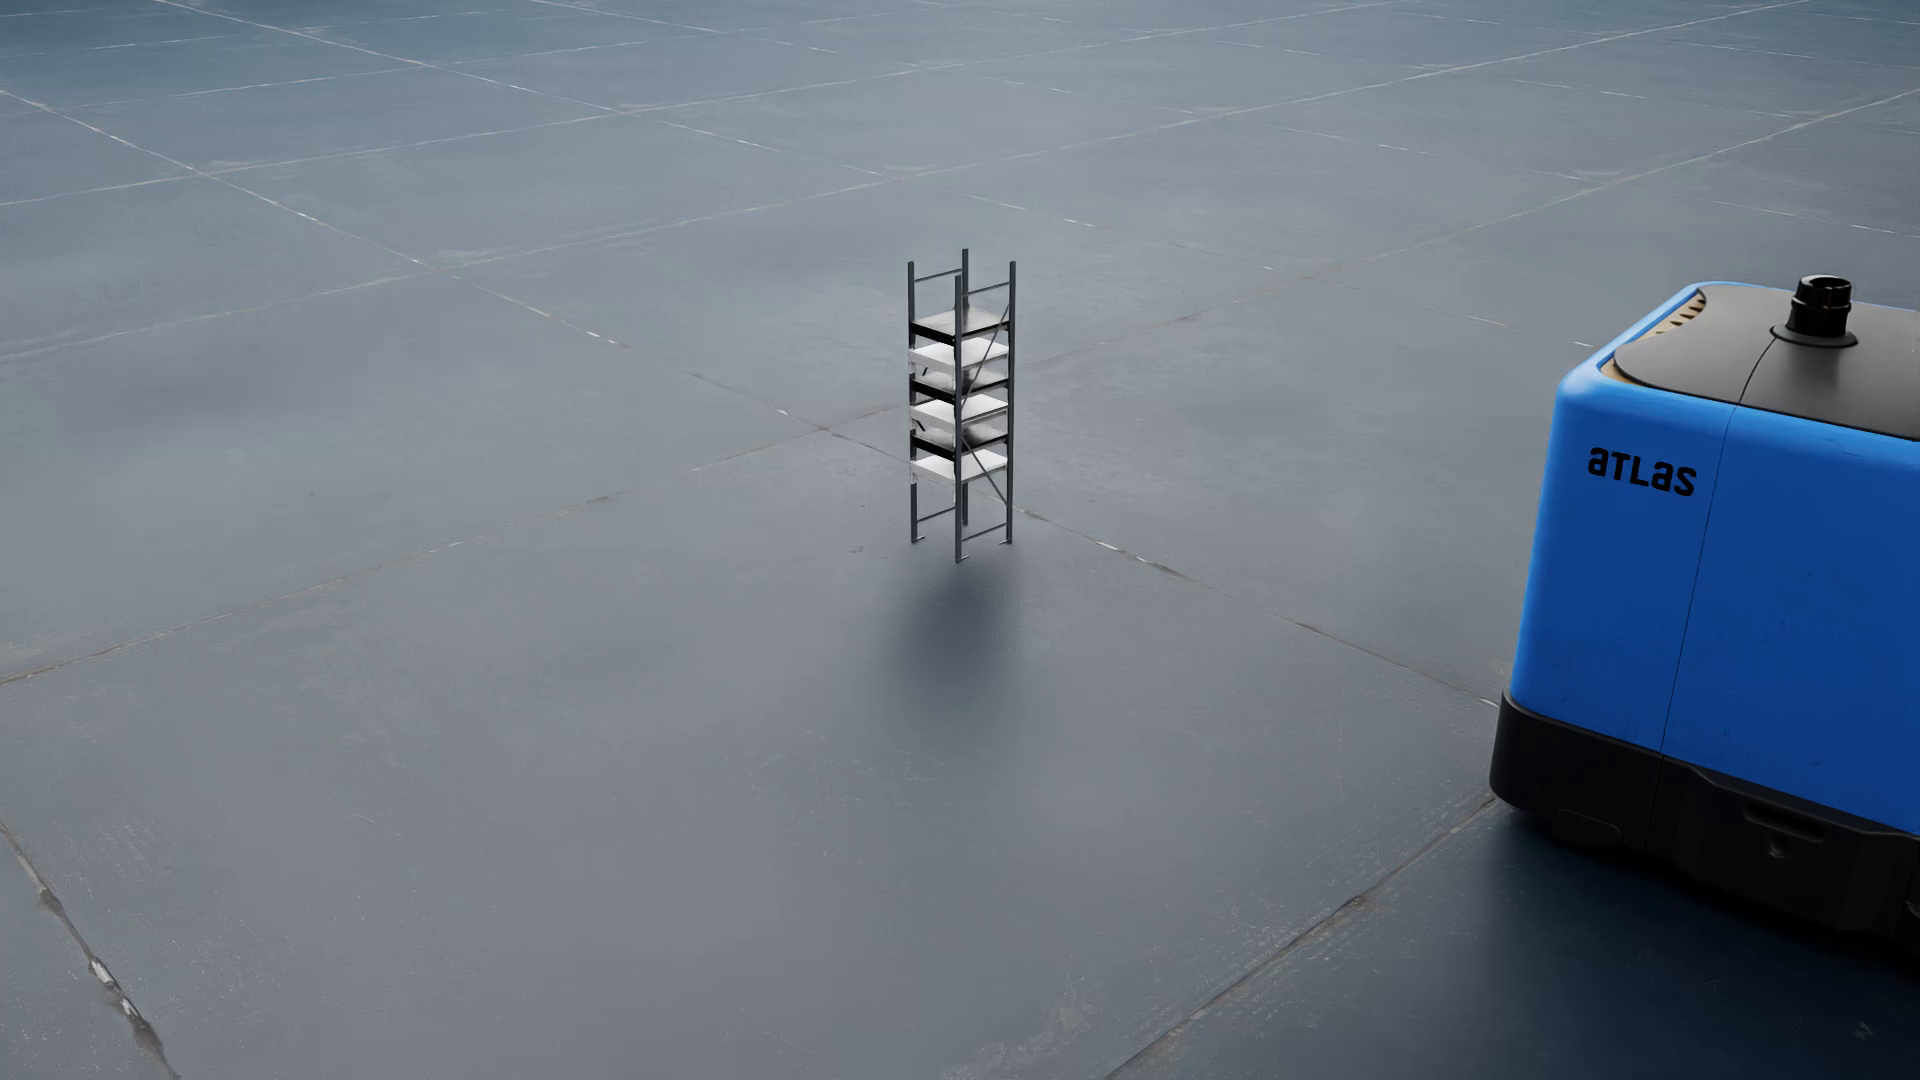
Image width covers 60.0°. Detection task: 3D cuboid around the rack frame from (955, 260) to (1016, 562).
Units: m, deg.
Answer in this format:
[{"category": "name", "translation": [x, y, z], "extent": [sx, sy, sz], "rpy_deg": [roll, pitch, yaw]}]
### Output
[{"category": "rack frame", "translation": [0.075, -0.376, 4.990], "extent": [0.240, 0.900, 0.006], "rpy_deg": [-21, 32, -38]}]

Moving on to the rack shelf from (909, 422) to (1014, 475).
[{"category": "rack shelf", "translation": [0.006, -0.295, 5.109], "extent": [0.258, 0.077, 0.200], "rpy_deg": [-21, 32, -38]}]

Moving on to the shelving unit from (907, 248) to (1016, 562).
[{"category": "shelving unit", "translation": [0.006, -0.407, 5.058], "extent": [0.258, 0.900, 0.210], "rpy_deg": [-21, 32, -38]}]

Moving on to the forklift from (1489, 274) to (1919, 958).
[{"category": "forklift", "translation": [2.696, -0.476, 2.761], "extent": [3.031, 2.935, 1.130], "rpy_deg": [18, 30, 34]}]

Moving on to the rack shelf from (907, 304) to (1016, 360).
[{"category": "rack shelf", "translation": [0.006, -0.622, 4.960], "extent": [0.258, 0.077, 0.200], "rpy_deg": [-21, 32, -38]}]

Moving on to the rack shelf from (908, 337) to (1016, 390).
[{"category": "rack shelf", "translation": [0.006, -0.540, 4.997], "extent": [0.258, 0.077, 0.200], "rpy_deg": [-21, 32, -38]}]

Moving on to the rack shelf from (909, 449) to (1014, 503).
[{"category": "rack shelf", "translation": [0.006, -0.213, 5.146], "extent": [0.258, 0.077, 0.200], "rpy_deg": [-21, 32, -38]}]

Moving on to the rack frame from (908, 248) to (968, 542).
[{"category": "rack frame", "translation": [-0.064, -0.438, 5.125], "extent": [0.240, 0.900, 0.006], "rpy_deg": [-21, 32, -38]}]

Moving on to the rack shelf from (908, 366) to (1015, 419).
[{"category": "rack shelf", "translation": [0.006, -0.459, 5.034], "extent": [0.258, 0.077, 0.200], "rpy_deg": [-21, 32, -38]}]

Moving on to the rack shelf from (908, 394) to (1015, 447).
[{"category": "rack shelf", "translation": [0.006, -0.377, 5.072], "extent": [0.258, 0.077, 0.200], "rpy_deg": [-21, 32, -38]}]
